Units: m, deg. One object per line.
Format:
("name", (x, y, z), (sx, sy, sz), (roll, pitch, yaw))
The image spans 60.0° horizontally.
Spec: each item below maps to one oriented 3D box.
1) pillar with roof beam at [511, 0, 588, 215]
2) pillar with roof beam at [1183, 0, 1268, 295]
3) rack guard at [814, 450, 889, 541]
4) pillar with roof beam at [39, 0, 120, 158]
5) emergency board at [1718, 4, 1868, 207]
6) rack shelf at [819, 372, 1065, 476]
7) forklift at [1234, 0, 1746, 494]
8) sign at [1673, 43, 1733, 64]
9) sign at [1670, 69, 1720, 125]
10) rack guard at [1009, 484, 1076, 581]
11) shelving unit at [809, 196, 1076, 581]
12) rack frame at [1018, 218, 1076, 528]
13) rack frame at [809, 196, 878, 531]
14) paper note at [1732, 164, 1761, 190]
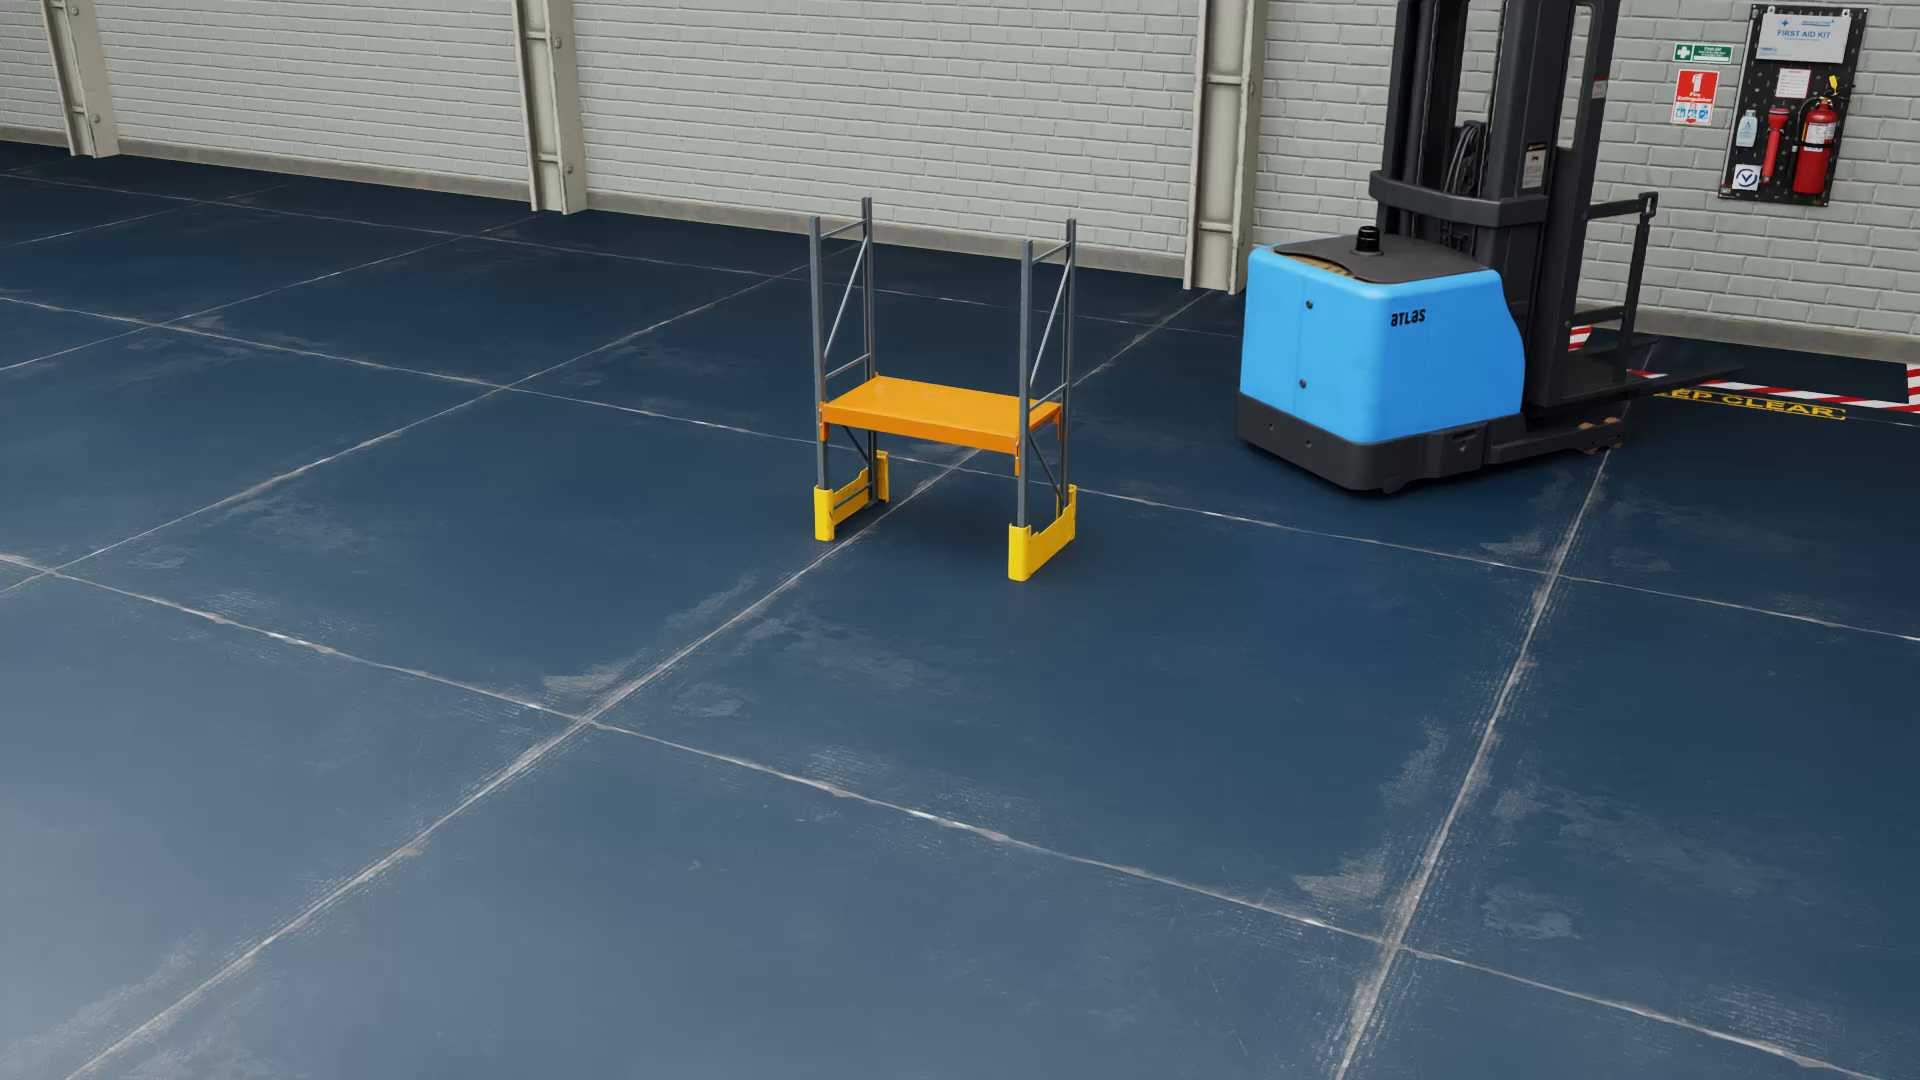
("pillar with roof beam", (-5.440, -5.535, 9.266), (0.400, 9.000, 9.100), (11, 25, 25))
("pillar with roof beam", (-0.085, -4.475, 6.774), (0.400, 9.000, 9.100), (11, 25, 25))
("rack guard", (-0.512, -0.216, 7.940), (0.087, 0.250, 0.587), (11, 25, 25))
("pillar with roof beam", (-10.794, -6.594, 11.757), (0.400, 9.000, 9.100), (11, 25, 25))
("emergency board", (5.024, -2.608, 10.050), (0.643, 1.169, 0.194), (11, 25, 25))
("rack shelf", (-0.076, -0.540, 7.562), (1.000, 0.185, 0.538), (11, 25, 25))
("forklift", (3.012, -1.971, 8.639), (3.031, 2.935, 1.130), (-12, 26, -26))
("sign", (4.577, -2.998, 10.244), (0.331, 0.109, 0.001), (11, 25, 25))
("sign", (4.577, -2.758, 10.357), (0.234, 0.329, 0.001), (11, 25, 25))
("rack guard", (0.376, -0.041, 7.526), (0.087, 0.250, 0.587), (11, 25, 25))
("shelving unit", (-0.068, -0.704, 7.488), (1.083, 1.500, 0.587), (11, 25, 25))
("rack frame", (0.378, -0.615, 7.281), (0.032, 1.500, 0.500), (11, 25, 25))
("rack frame", (-0.530, -0.795, 7.703), (0.032, 1.500, 0.500), (11, 25, 25))
("paper note", (4.897, -2.258, 10.353), (0.142, 0.148, 0.016), (11, 25, 25))
